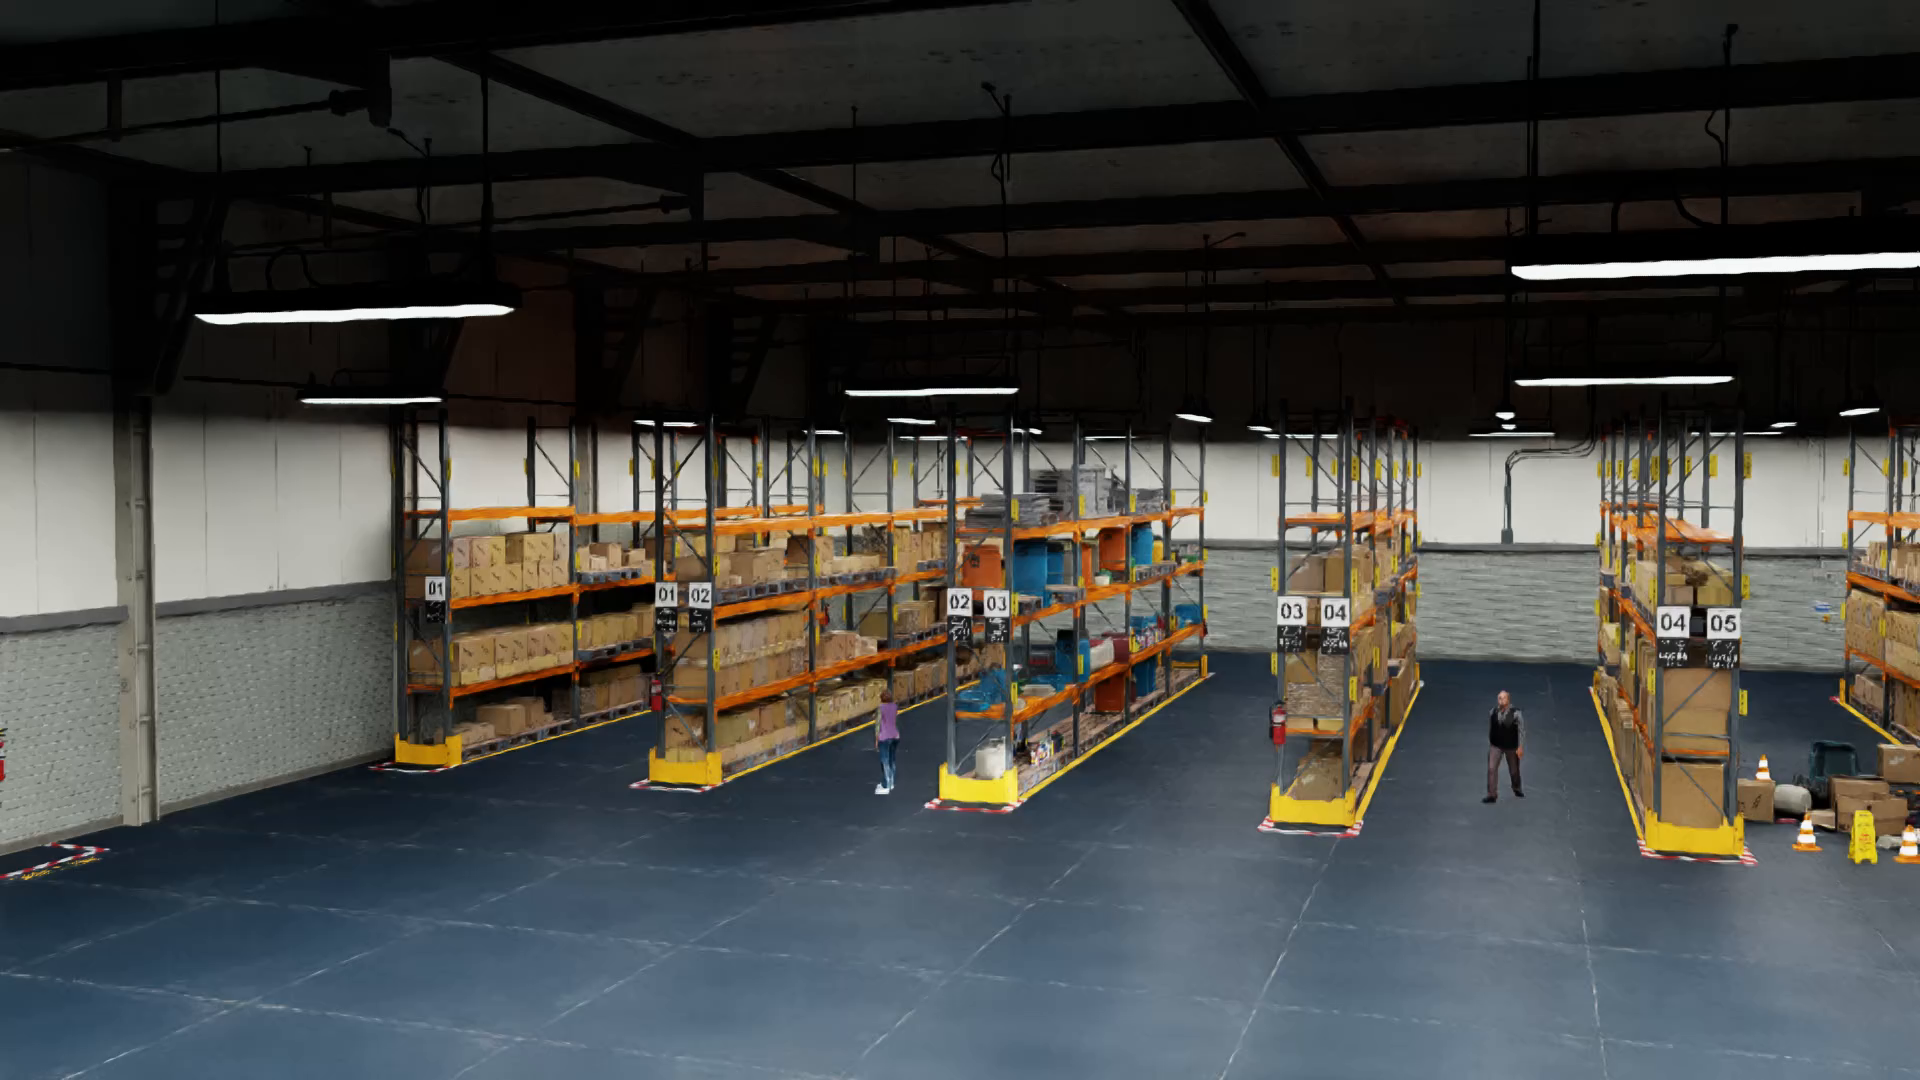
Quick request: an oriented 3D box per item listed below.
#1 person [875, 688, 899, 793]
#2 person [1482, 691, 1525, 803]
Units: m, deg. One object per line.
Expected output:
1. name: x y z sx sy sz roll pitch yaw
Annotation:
1. person: -1.153 3.087 25.713 0.467 1.599 0.453 -2 3 -41
2. person: 8.201 3.092 24.949 0.560 1.683 0.926 2 3 35
